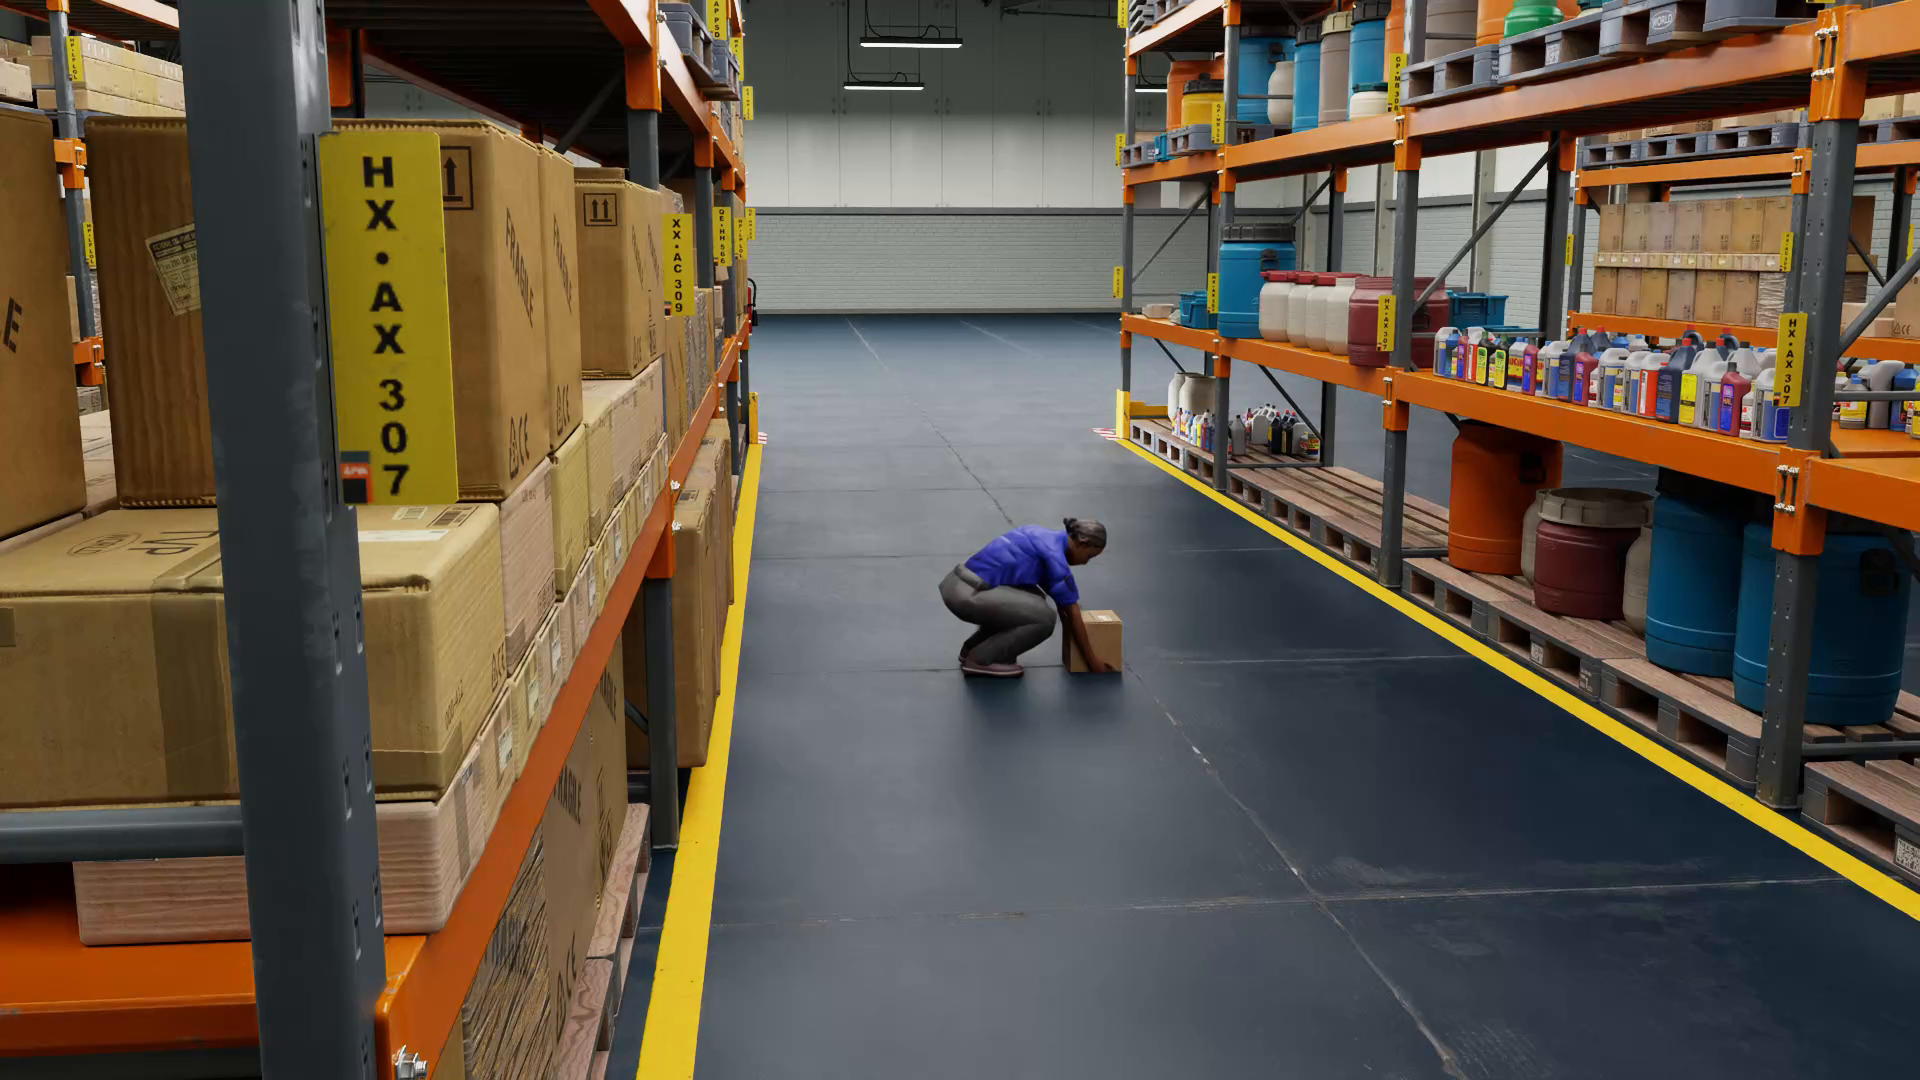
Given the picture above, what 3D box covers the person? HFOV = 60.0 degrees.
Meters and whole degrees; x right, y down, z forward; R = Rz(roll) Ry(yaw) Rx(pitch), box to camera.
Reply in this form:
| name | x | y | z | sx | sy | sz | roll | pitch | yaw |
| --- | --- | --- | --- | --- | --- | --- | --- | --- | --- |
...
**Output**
| name | x | y | z | sx | sy | sz | roll | pitch | yaw |
| --- | --- | --- | --- | --- | --- | --- | --- | --- | --- |
| person | 0.315 | 0.296 | 8.074 | 0.841 | 0.807 | 0.470 | -1 | 10 | -6 |
